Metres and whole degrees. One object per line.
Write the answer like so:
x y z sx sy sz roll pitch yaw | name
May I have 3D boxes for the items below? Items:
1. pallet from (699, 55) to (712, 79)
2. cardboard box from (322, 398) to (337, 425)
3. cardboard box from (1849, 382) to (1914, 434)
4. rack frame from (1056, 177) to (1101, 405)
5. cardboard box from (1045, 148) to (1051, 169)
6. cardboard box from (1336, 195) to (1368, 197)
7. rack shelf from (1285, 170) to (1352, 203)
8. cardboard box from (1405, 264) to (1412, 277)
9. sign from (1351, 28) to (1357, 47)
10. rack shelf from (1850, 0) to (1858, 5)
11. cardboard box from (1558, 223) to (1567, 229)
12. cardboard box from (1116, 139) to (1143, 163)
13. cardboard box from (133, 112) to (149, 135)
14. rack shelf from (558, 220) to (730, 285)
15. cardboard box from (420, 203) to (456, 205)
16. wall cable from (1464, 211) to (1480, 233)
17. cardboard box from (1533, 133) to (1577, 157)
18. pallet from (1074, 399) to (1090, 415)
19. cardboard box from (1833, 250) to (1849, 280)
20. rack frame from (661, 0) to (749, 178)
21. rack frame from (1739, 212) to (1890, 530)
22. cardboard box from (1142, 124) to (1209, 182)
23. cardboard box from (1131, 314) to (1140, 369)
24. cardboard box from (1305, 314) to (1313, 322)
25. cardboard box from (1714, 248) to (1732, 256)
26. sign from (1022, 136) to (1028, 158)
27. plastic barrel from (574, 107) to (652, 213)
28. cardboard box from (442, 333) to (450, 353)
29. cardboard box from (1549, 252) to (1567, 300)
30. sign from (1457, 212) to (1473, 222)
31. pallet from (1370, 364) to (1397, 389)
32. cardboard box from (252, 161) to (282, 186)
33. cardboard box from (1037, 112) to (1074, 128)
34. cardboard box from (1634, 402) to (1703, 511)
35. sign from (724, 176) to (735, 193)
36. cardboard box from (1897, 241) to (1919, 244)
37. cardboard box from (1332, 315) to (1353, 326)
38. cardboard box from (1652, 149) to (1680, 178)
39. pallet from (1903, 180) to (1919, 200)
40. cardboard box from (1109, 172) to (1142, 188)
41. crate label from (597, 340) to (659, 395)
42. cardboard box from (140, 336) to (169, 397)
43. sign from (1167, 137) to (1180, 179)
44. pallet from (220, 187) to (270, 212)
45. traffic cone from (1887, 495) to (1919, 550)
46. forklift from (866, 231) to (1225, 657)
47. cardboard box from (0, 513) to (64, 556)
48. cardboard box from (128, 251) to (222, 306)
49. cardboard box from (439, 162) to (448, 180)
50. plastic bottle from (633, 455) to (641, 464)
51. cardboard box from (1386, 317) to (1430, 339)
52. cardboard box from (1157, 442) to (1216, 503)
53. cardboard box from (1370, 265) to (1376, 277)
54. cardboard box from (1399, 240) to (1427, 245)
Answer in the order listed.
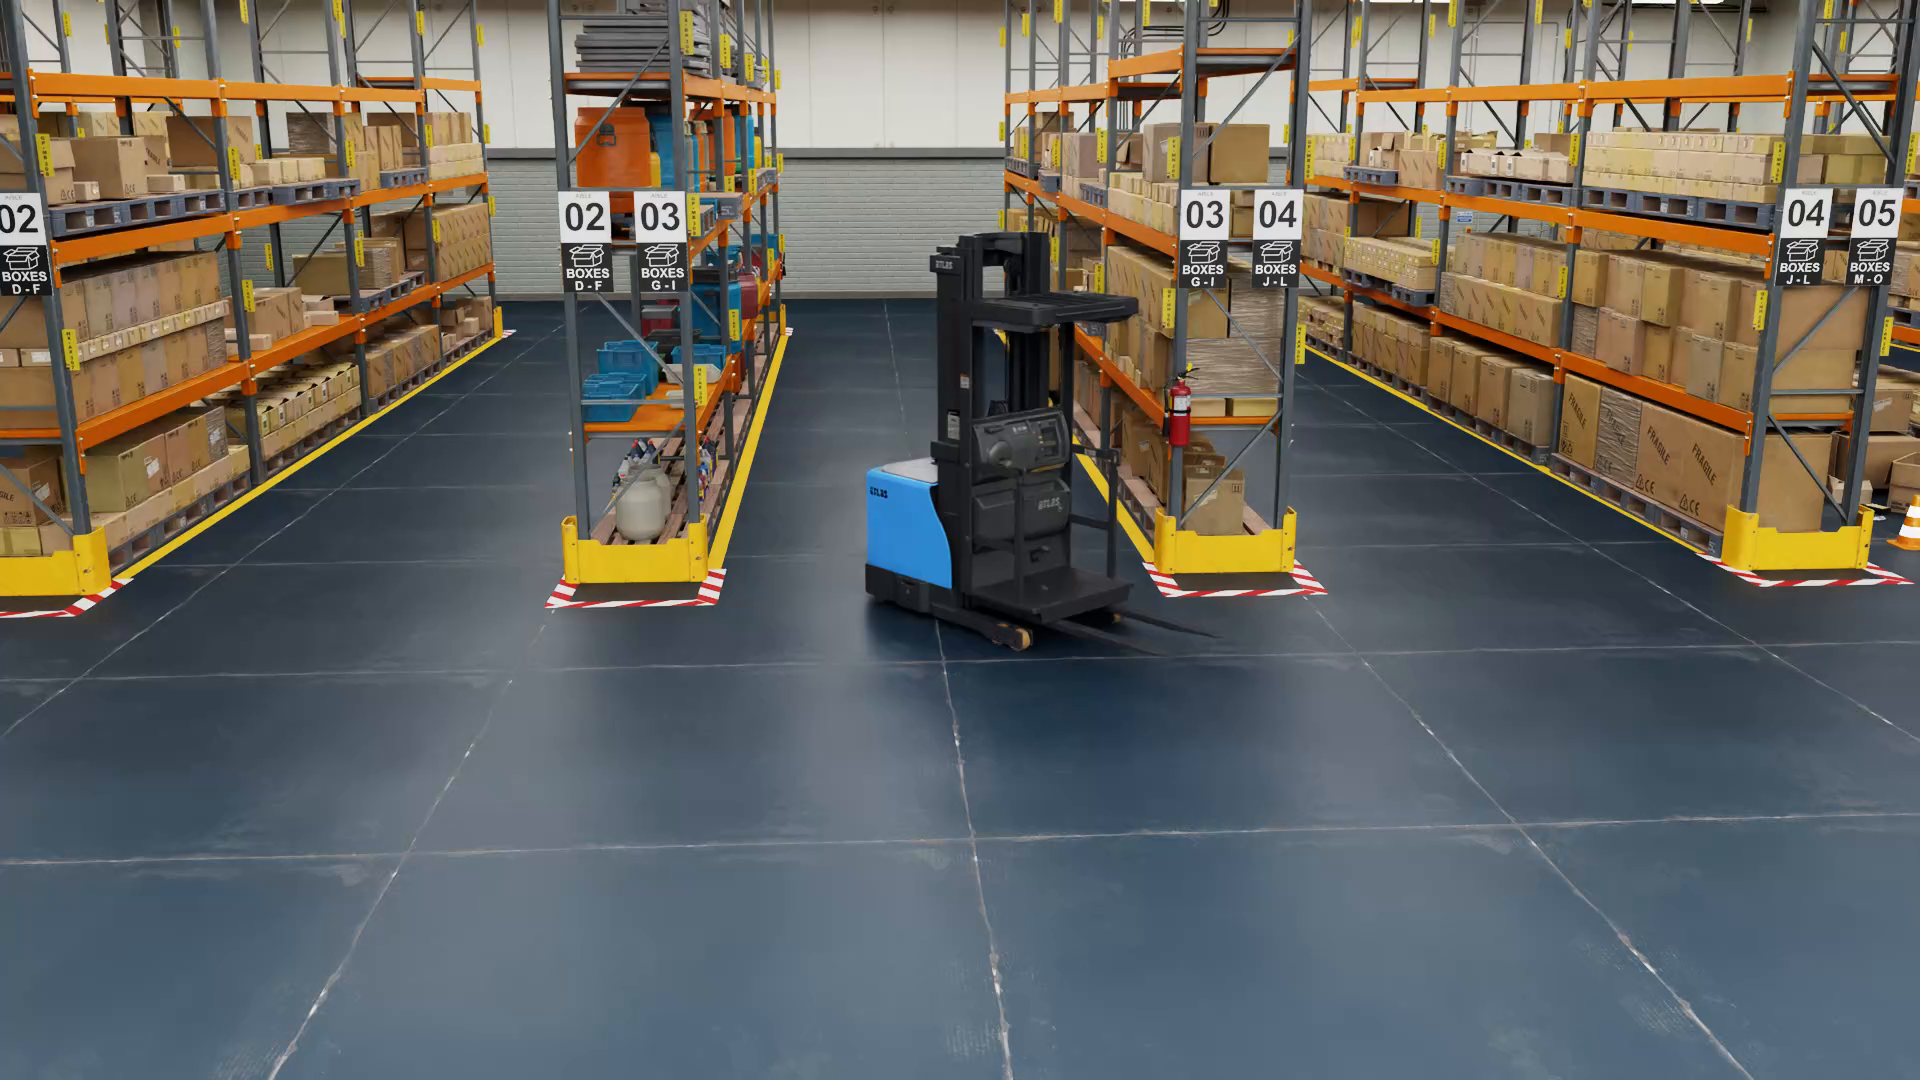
-2.760 -4.227 14.801 1.003 0.211 1.213 -1 14 -3 | pallet
-7.769 -1.526 19.837 0.500 0.250 0.500 -1 14 -2 | cardboard box
10.143 -1.466 18.425 0.500 0.500 0.500 -1 14 -3 | cardboard box
1.778 -3.187 21.616 1.000 3.000 0.127 -1 14 -3 | rack frame
1.509 -5.520 24.001 0.500 0.311 0.500 -1 14 -5 | cardboard box
6.589 -5.539 27.955 0.500 0.500 0.500 0 14 -1 | cardboard box
6.363 -5.835 27.331 1.077 0.370 4.000 -1 14 -3 | rack shelf
6.232 -3.646 22.466 0.380 0.149 0.250 0 14 -1 | cardboard box
6.795 -8.666 28.678 0.100 0.325 0.005 -1 14 -3 | sign
16.252 -9.076 27.239 1.077 0.370 4.000 -1 14 -3 | rack shelf
10.919 -5.738 29.325 0.500 0.500 0.500 -1 14 -5 | cardboard box
2.037 -4.251 18.681 0.797 0.503 0.637 0 14 -1 | cardboard box
-13.170 -6.510 26.264 0.500 0.500 0.500 -2 15 -6 | cardboard box
-2.793 -2.722 15.235 1.077 0.370 4.000 -1 14 -3 | rack shelf
-8.840 -5.443 28.176 0.500 0.500 0.500 0 14 -2 | cardboard box
10.801 -7.239 35.262 0.585 1.953 0.123 -1 14 -3 | wall cable
7.122 -4.563 19.701 0.500 0.500 0.500 -1 14 -3 | cardboard box
1.825 -1.642 21.208 1.003 0.211 1.213 -1 14 -3 | pallet
11.506 -3.491 21.156 0.500 0.500 0.500 0 14 -1 | cardboard box
-3.165 -6.016 20.571 1.000 3.000 0.127 -1 14 -3 | rack frame
7.231 -1.249 14.083 1.000 3.000 0.127 -1 14 -3 | rack frame
1.926 -3.466 14.880 0.500 0.500 0.500 -1 14 -3 | cardboard box
2.110 -1.899 15.813 0.875 0.500 0.500 -1 14 -3 | cardboard box
6.099 -3.802 28.288 0.380 0.149 0.250 -2 15 -6 | cardboard box
11.288 -4.374 24.023 0.500 0.500 0.500 -1 14 -4 | cardboard box
0.977 -5.914 24.999 0.100 0.325 0.005 -1 14 -3 | sign
-2.826 -3.104 13.568 0.600 0.830 0.708 -1 14 -3 | plastic barrel
-8.167 -3.048 25.590 0.500 0.311 0.500 -1 14 -3 | cardboard box
6.946 -2.899 18.292 0.700 0.500 0.500 -1 14 -4 | cardboard box
10.749 -6.877 35.415 0.327 0.218 0.001 -1 14 -3 | sign
6.616 -2.385 24.095 1.003 0.211 1.213 -1 14 -3 | pallet
-7.919 -4.100 18.603 0.500 0.250 0.500 -2 15 -8 | cardboard box
1.479 -6.532 25.847 0.500 0.250 0.500 -2 15 -7 | cardboard box
7.066 -0.809 15.797 0.875 0.875 0.875 -1 14 -4 | cardboard box
-2.367 -3.578 17.100 0.100 0.325 0.005 -1 14 -3 | sign
16.037 -4.855 27.804 0.500 0.250 0.500 -1 14 -4 | cardboard box
6.150 -3.491 26.484 0.380 0.149 0.250 -1 14 -3 | cardboard box
6.830 -3.517 15.538 0.500 0.250 0.500 -1 14 -3 | cardboard box
11.918 -4.120 19.599 1.213 0.211 1.003 -1 14 -3 | pallet
1.739 -3.679 17.012 0.380 0.149 0.250 -1 14 -5 | cardboard box
-3.053 -1.591 15.344 0.502 0.435 0.616 -1 14 -3 | crate label
-7.728 -1.595 15.228 0.700 0.500 0.500 0 14 -2 | cardboard box
1.719 -3.075 13.385 0.100 0.325 0.005 -1 14 -3 | sign
-7.929 -3.619 17.660 0.805 0.209 1.217 -1 15 -6 | pallet
8.615 -0.174 14.997 0.336 0.463 0.334 -1 14 -3 | traffic cone
0.609 -0.751 12.288 1.130 2.935 3.031 -13 19 -41 | forklift
-7.942 -0.046 14.083 0.500 0.250 0.500 -1 14 -3 | cardboard box
-7.827 -2.606 16.556 0.700 0.500 0.500 -1 14 -3 | cardboard box
-8.167 -5.659 25.505 0.500 0.250 0.500 -1 14 -3 | cardboard box
-3.223 -0.717 16.610 0.097 0.271 0.097 0 14 0 | plastic bottle
6.373 -3.012 23.606 0.500 0.250 0.500 -1 14 -2 | cardboard box
2.161 -0.650 15.929 0.500 0.500 0.500 0 14 2 | cardboard box
6.139 -3.885 23.991 0.380 0.149 0.250 -1 14 -4 | cardboard box
6.739 -4.375 24.701 0.380 0.149 0.250 -1 14 -5 | cardboard box
